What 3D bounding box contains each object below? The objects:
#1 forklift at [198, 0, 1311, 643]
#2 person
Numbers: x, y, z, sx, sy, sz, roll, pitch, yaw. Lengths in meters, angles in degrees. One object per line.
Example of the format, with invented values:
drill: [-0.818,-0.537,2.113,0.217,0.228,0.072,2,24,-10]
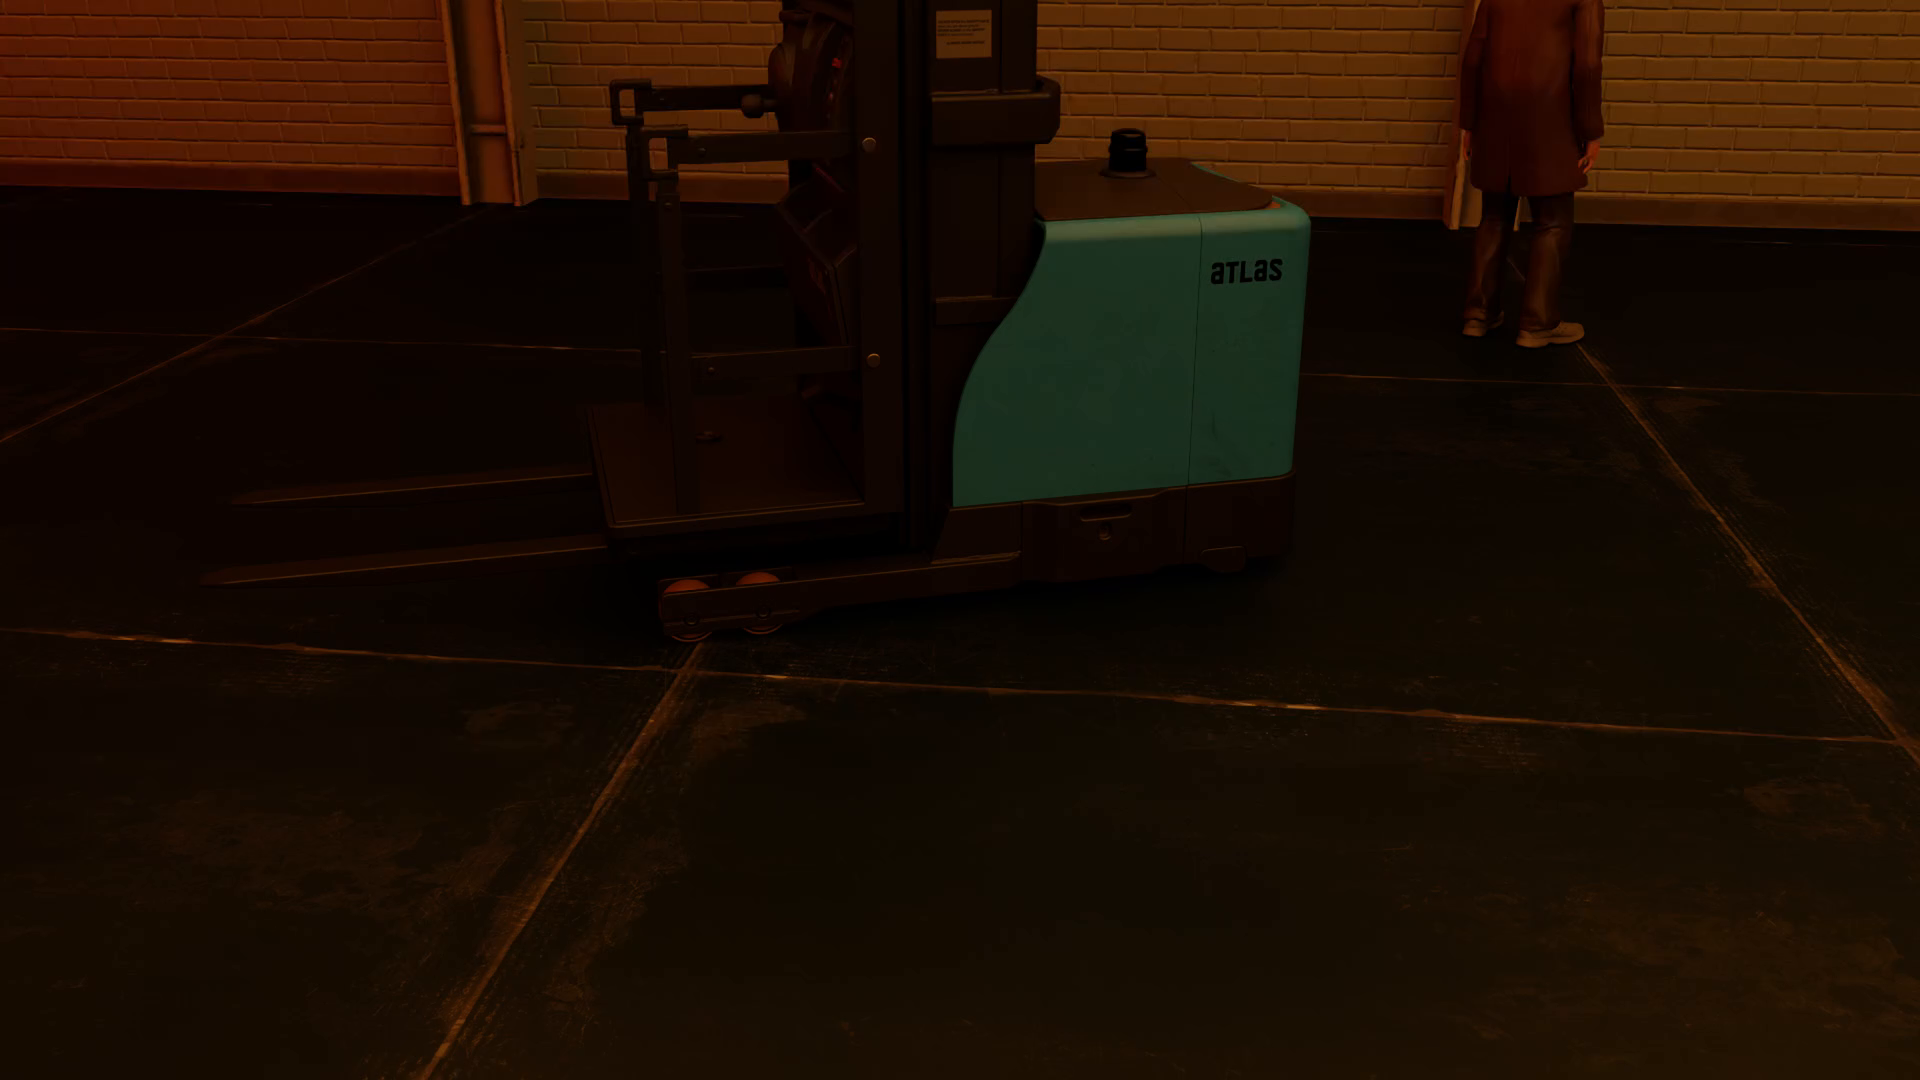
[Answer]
forklift: [-0.588,-1.301,4.485,3.031,2.935,1.130,-6,23,-14]
person: [2.437,-1.736,7.115,0.643,1.772,0.435,20,29,40]
